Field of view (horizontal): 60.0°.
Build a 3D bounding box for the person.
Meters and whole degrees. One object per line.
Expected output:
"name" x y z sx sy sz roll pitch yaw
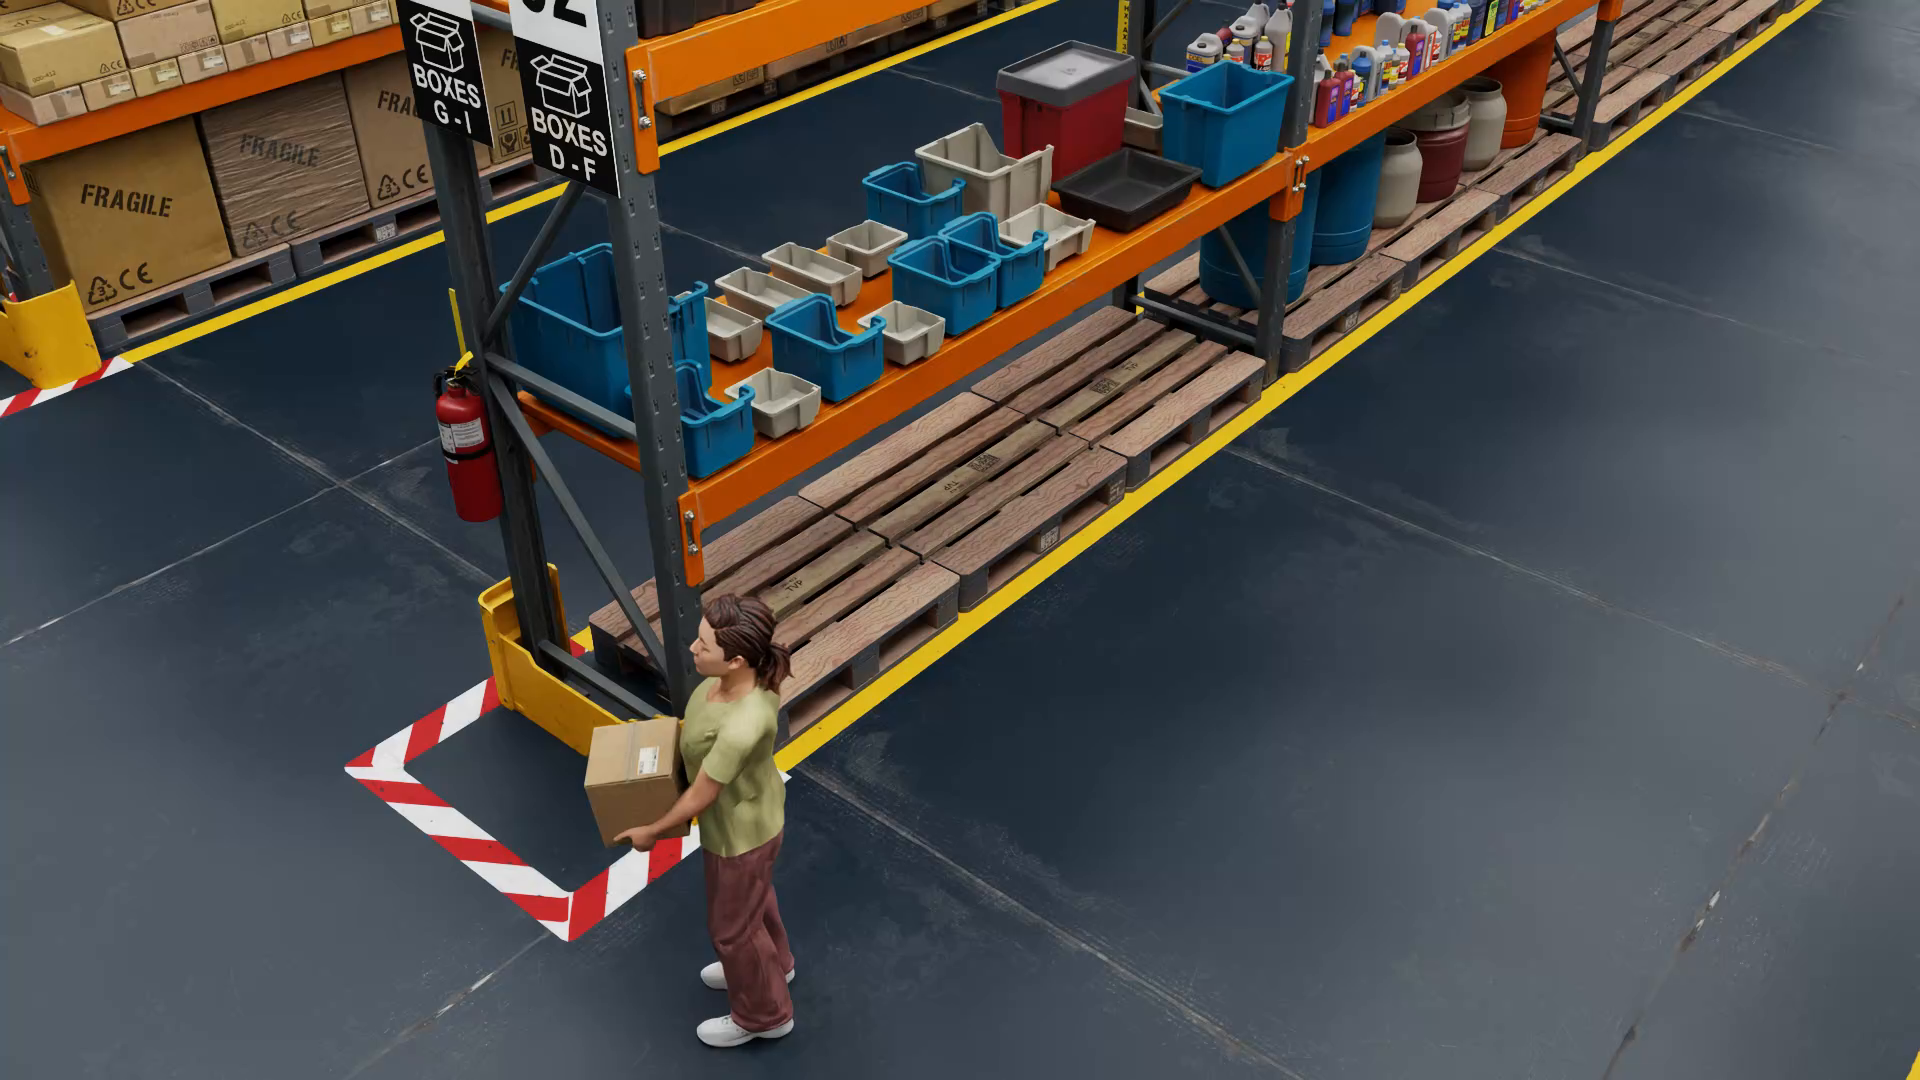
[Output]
"person" -0.732 0.845 4.956 0.551 1.667 0.424 -3 35 -4
